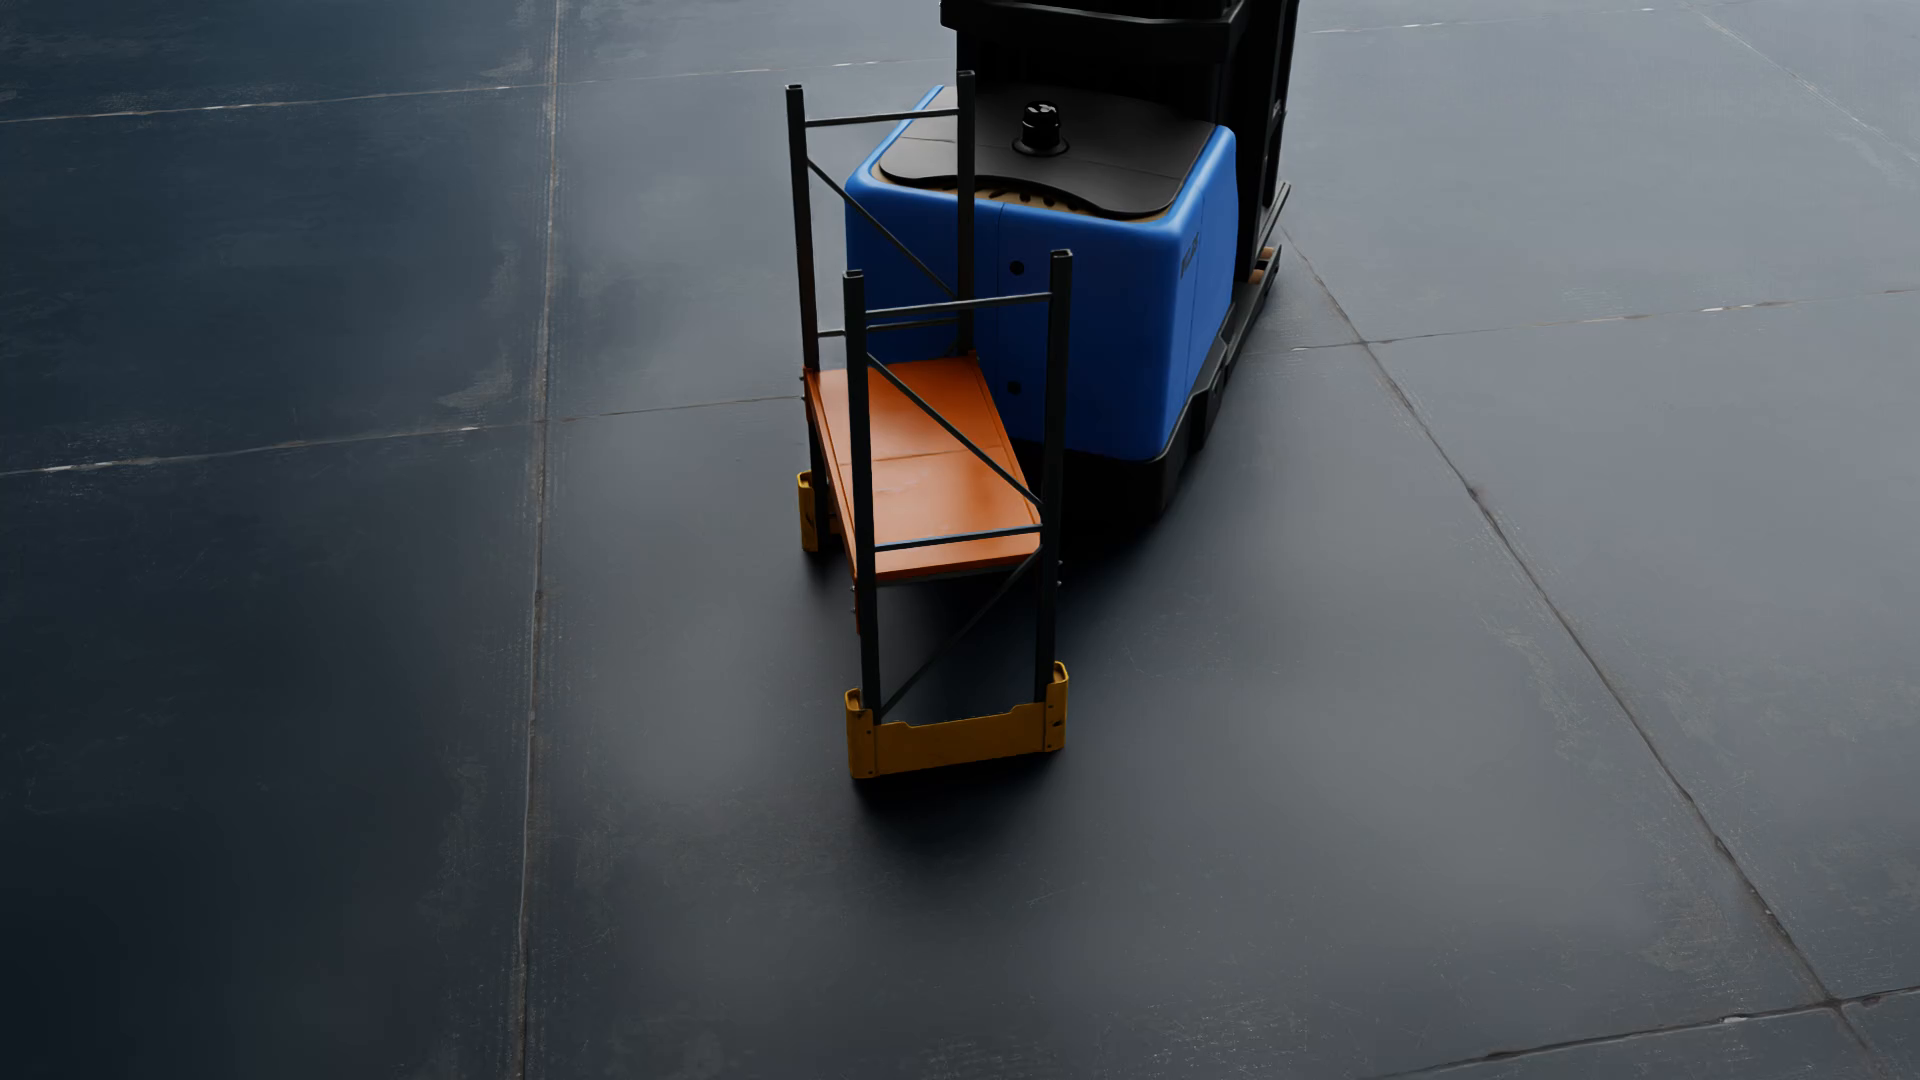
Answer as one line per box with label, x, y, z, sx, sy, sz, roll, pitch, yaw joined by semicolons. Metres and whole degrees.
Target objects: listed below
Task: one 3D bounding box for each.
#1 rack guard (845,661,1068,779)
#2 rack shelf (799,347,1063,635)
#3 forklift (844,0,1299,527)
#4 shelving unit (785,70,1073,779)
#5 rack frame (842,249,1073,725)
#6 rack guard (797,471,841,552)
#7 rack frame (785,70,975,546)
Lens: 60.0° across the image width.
rack guard;-0.007;0.480;4.429;0.587;0.250;0.087;-7;38;-9
rack shelf;-0.105;-0.165;4.534;0.538;0.185;1.000;-7;38;-9
forklift;0.616;-2.106;5.572;1.130;2.935;3.031;12;40;15
shelving unit;-0.107;-0.313;4.430;0.587;1.500;1.083;-7;38;-9
rack frame;-0.003;-0.002;4.030;0.500;1.500;0.032;-7;38;-9
rack guard;-0.207;-0.119;5.199;0.587;0.250;0.087;-7;38;-9
rack frame;-0.207;-0.613;4.817;0.500;1.500;0.032;-7;38;-9
